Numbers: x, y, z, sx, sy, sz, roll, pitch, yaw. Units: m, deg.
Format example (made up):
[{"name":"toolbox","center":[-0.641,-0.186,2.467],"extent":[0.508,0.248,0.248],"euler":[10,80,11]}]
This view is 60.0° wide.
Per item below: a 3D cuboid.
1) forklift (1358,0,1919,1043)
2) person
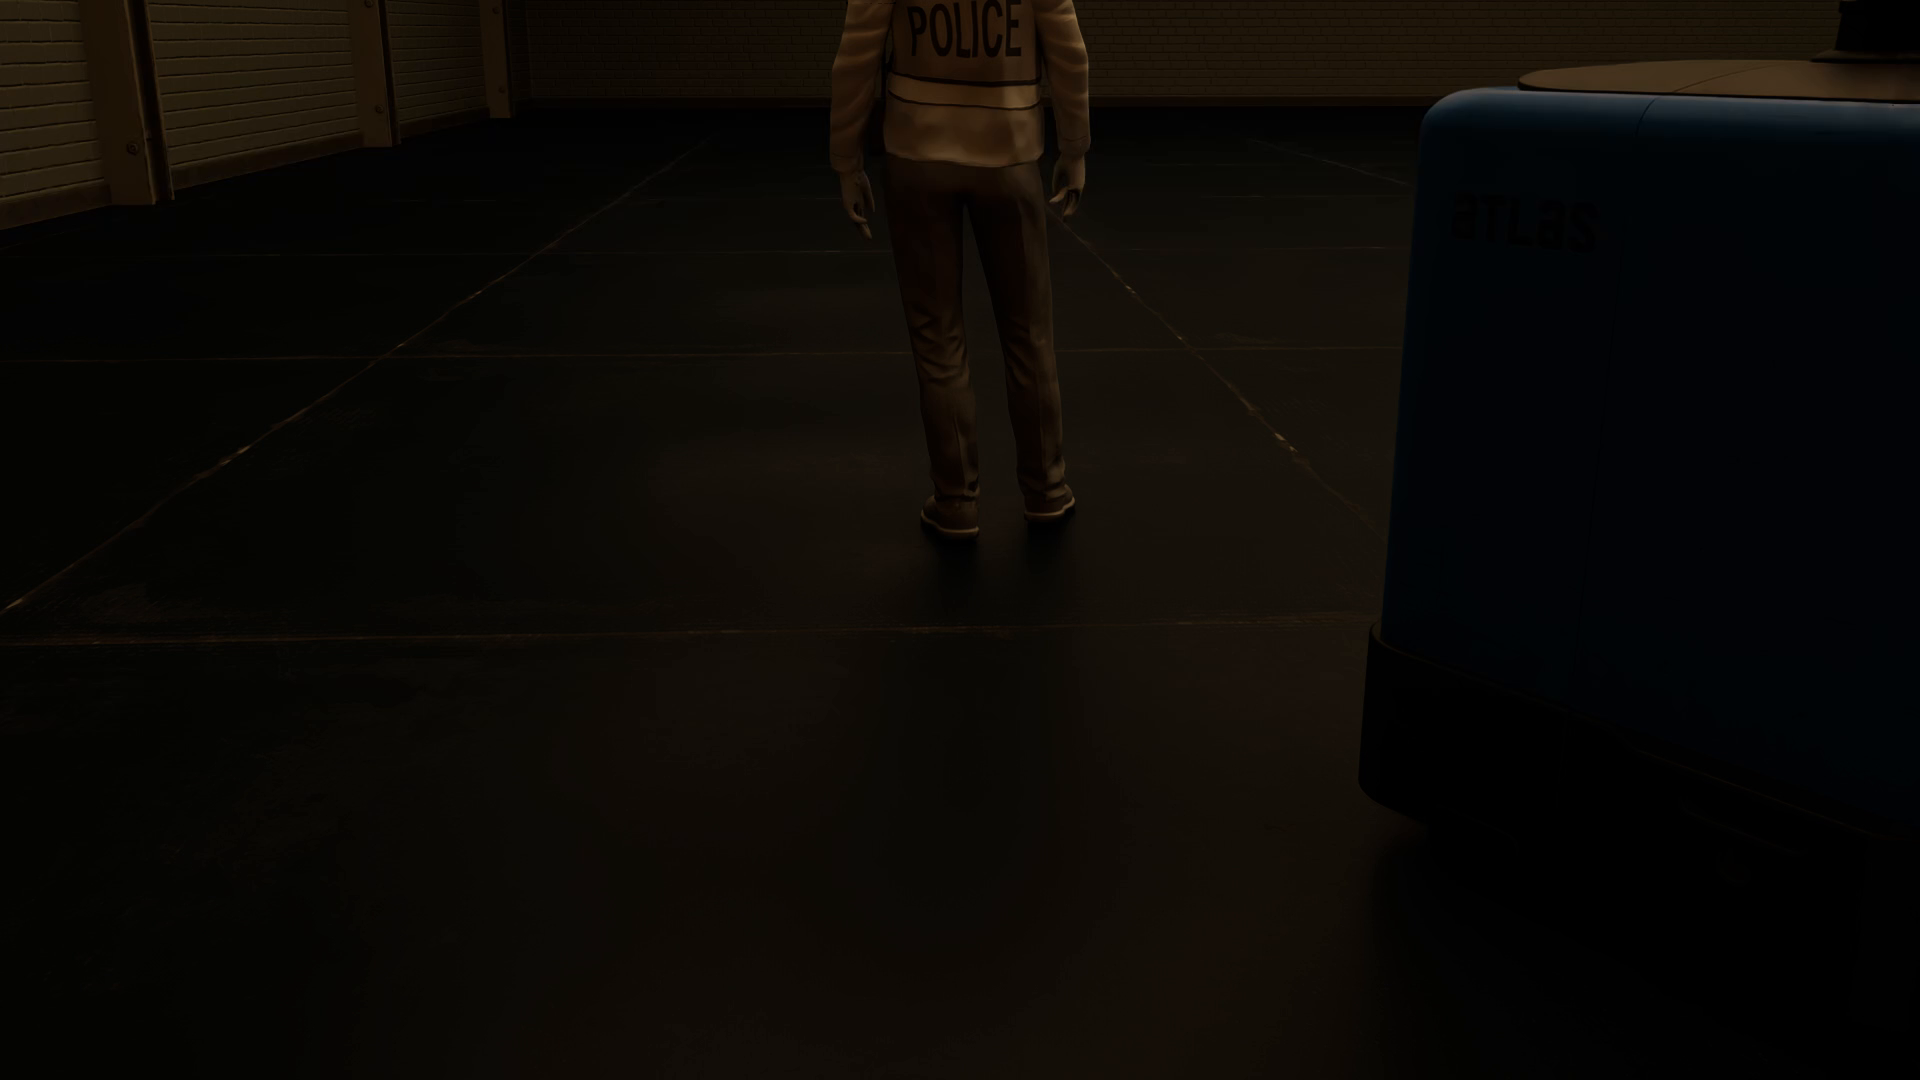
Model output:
[{"name":"forklift","center":[1.886,-0.711,1.233],"extent":[1.130,2.935,3.031],"euler":[-13,21,-35]},{"name":"person","center":[0.003,-0.837,3.732],"extent":[0.588,1.696,0.533],"euler":[-1,17,-3]}]
